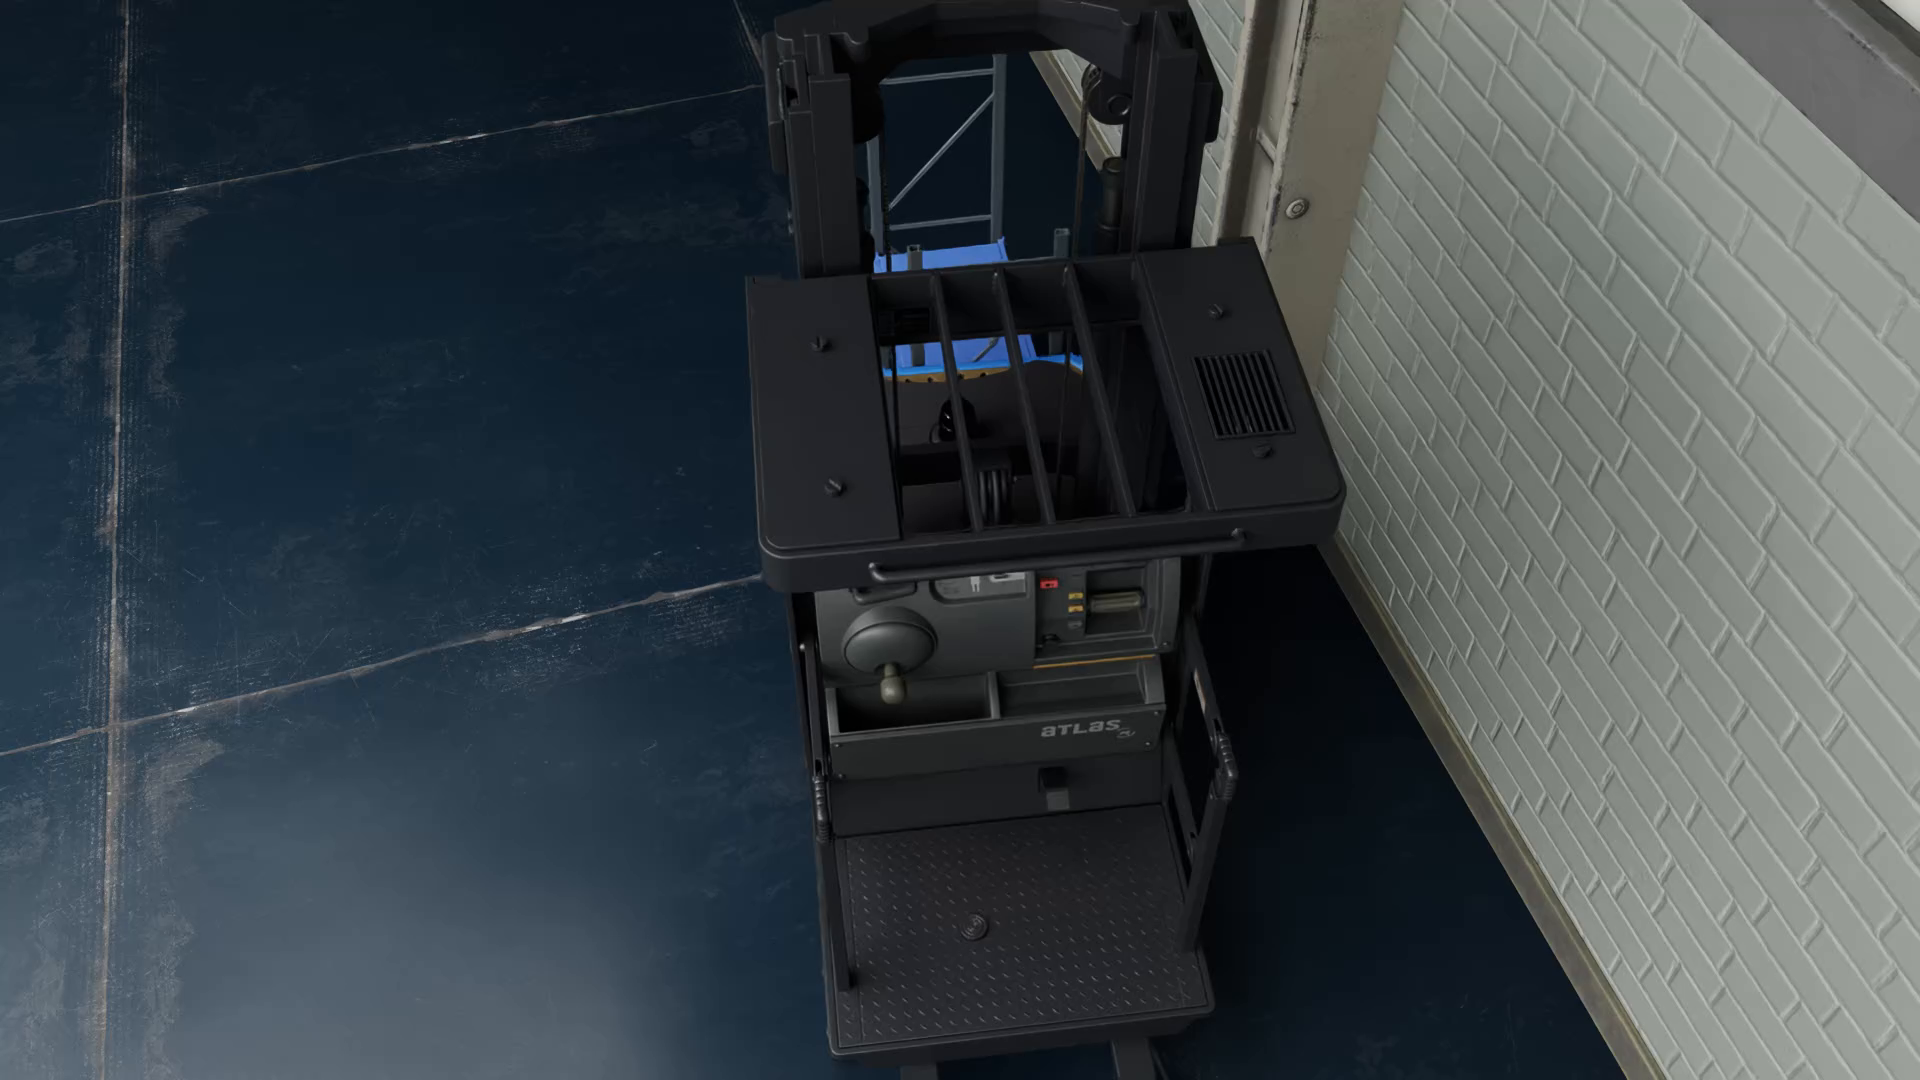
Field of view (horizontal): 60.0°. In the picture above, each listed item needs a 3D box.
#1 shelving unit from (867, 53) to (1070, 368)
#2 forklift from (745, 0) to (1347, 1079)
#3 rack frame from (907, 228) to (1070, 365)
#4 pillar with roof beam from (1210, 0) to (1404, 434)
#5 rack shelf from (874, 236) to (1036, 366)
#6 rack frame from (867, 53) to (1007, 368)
[{"bbox_3d":[0.001,-0.812,5.954,0.538,1.500,1.048,-8,50,-6],"label":"shelving unit"},{"bbox_3d":[0.127,0.296,4.083,1.130,2.935,3.031,-5,50,-4],"label":"forklift"},{"bbox_3d":[0.088,-0.429,5.631,0.500,1.500,0.032,-8,50,-6],"label":"rack frame"},{"bbox_3d":[-3.031,-2.228,2.243,9.100,9.000,0.400,-13,51,-11],"label":"pillar with roof beam"},{"bbox_3d":[0.001,-0.696,6.091,0.538,0.185,1.000,-8,50,-6],"label":"rack shelf"},{"bbox_3d":[-0.086,-1.195,6.276,0.500,1.500,0.032,-8,50,-6],"label":"rack frame"}]
